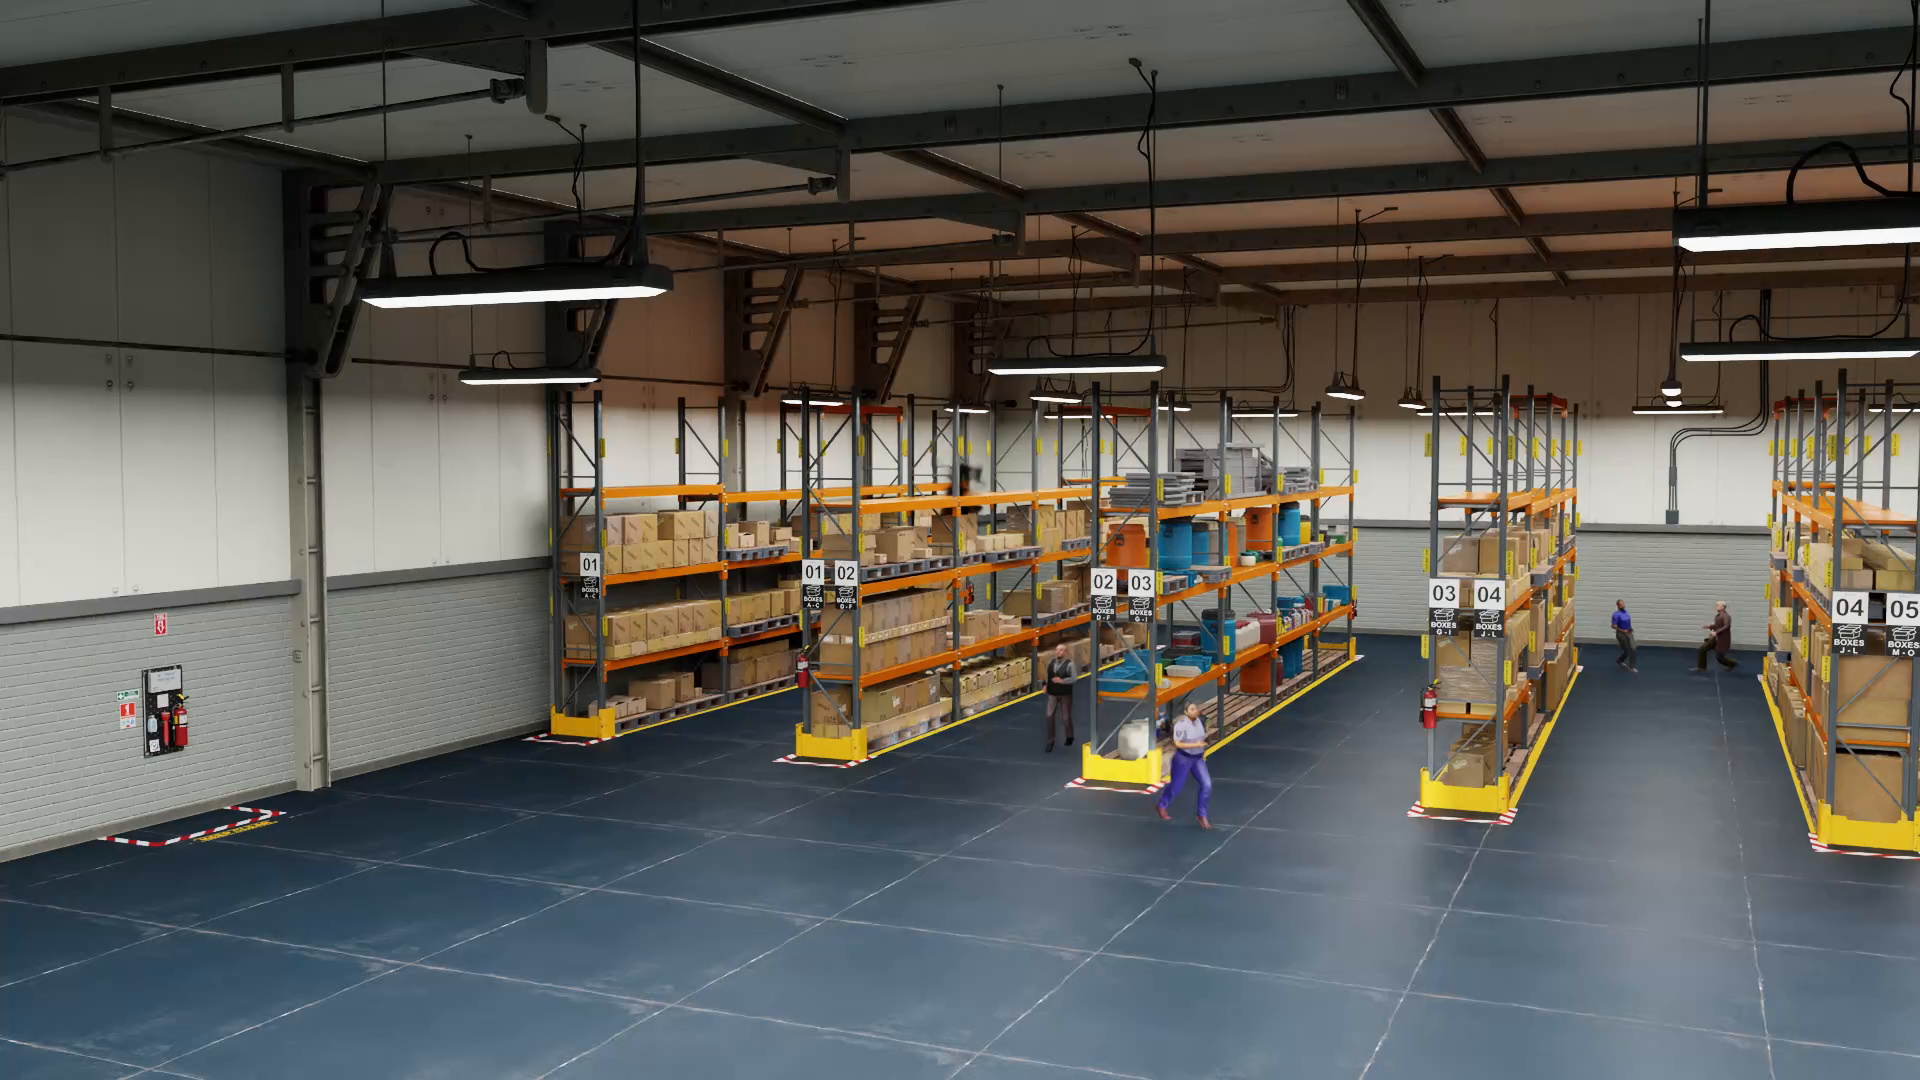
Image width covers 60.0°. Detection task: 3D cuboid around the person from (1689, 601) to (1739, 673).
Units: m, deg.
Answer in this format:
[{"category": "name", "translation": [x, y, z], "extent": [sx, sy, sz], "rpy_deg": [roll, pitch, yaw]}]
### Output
[{"category": "person", "translation": [16.782, 2.158, 36.747], "extent": [0.992, 1.606, 0.758], "rpy_deg": [0, 3, -8]}]

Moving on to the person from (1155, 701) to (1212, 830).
[{"category": "person", "translation": [2.995, 2.970, 22.066], "extent": [0.576, 1.697, 0.882], "rpy_deg": [-2, 4, -33]}]

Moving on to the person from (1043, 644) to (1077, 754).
[{"category": "person", "translation": [1.659, 2.602, 27.469], "extent": [0.636, 1.772, 0.769], "rpy_deg": [1, 3, 24]}]

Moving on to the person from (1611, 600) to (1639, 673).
[{"category": "person", "translation": [14.844, 2.155, 37.260], "extent": [0.597, 1.641, 0.671], "rpy_deg": [-1, 3, -19]}]
